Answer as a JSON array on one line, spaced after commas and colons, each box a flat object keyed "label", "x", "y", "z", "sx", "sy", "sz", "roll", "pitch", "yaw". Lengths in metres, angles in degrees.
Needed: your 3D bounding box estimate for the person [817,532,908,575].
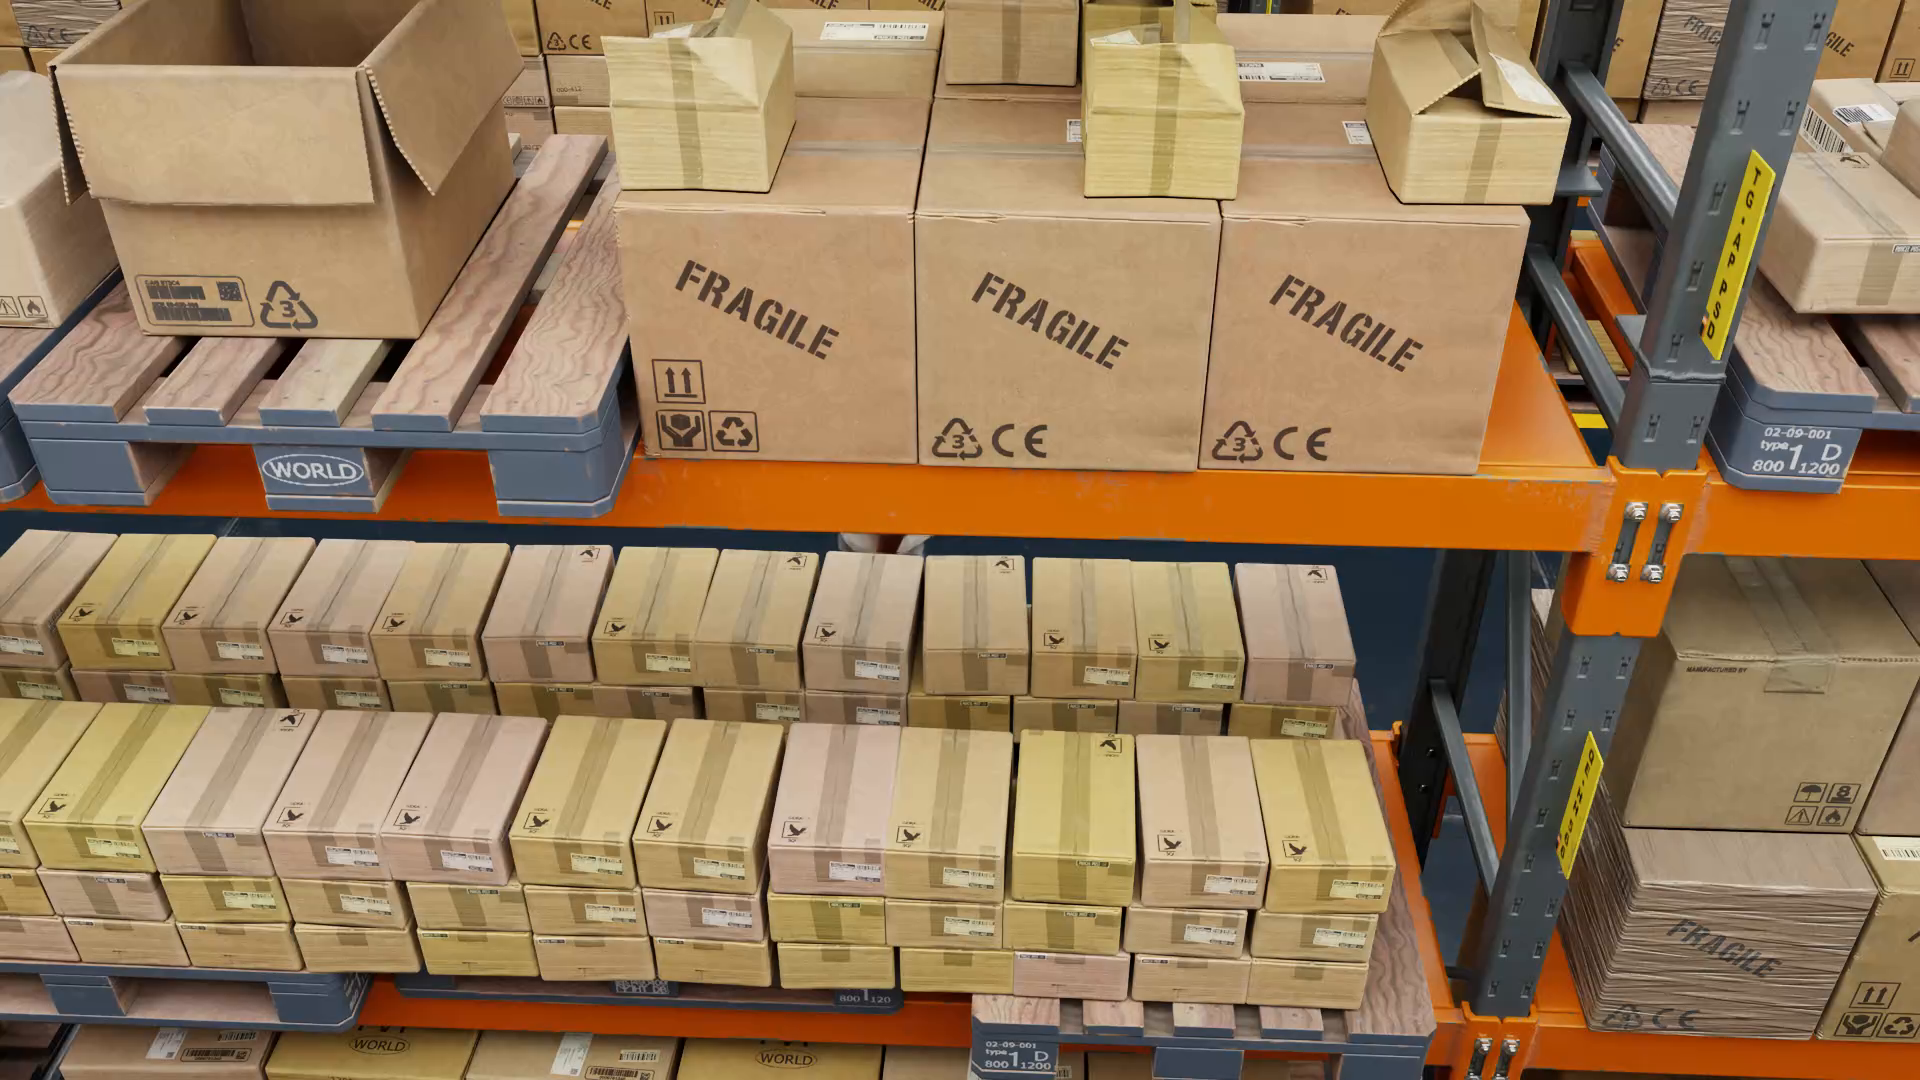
[{"label": "person", "x": -0.352, "y": -0.044, "z": 6.191, "sx": 0.569, "sy": 1.759, "sz": 0.583, "roll": -8, "pitch": 36, "yaw": -11}]
